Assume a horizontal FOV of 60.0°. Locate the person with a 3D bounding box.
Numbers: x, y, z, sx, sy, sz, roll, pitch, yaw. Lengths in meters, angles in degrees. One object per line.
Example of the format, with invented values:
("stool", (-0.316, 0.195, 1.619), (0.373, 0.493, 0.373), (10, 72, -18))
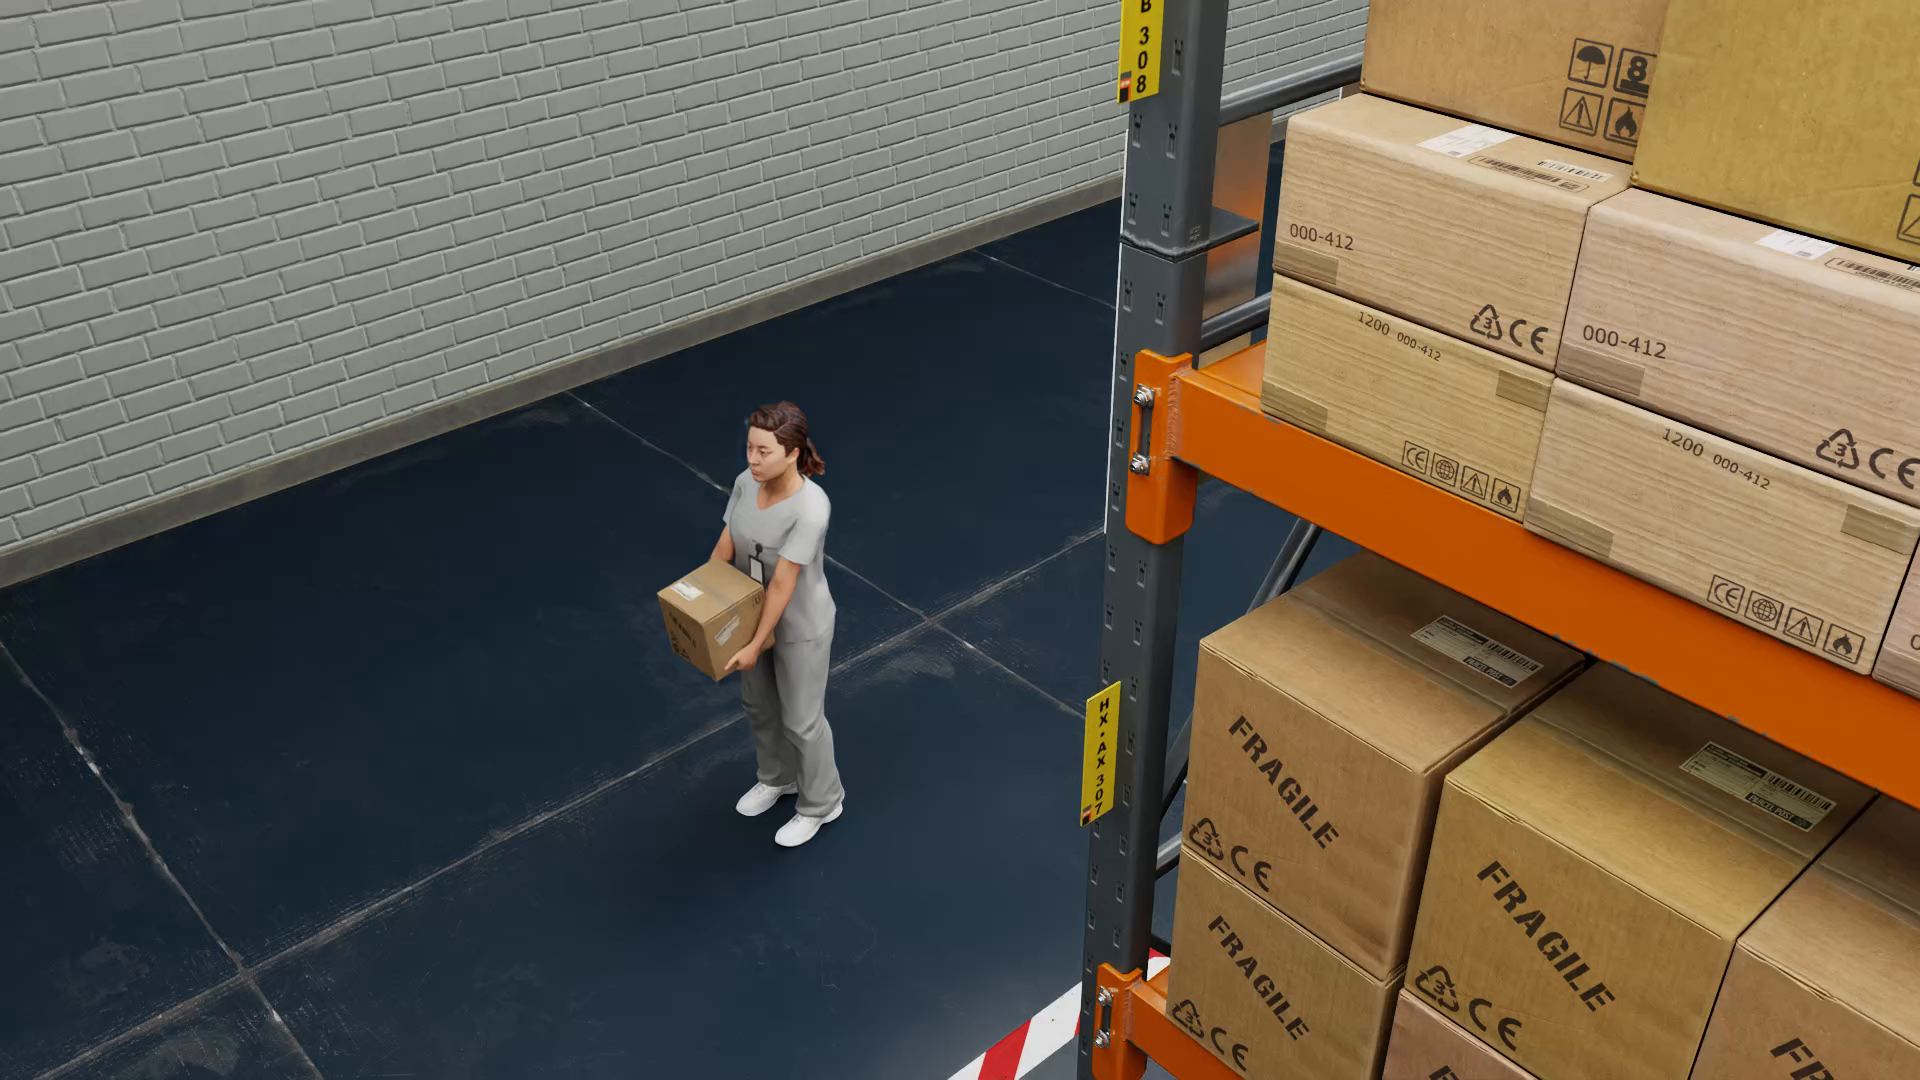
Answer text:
("person", (-0.657, 0.319, 5.636), (0.524, 1.668, 0.409), (-27, 41, -36))
